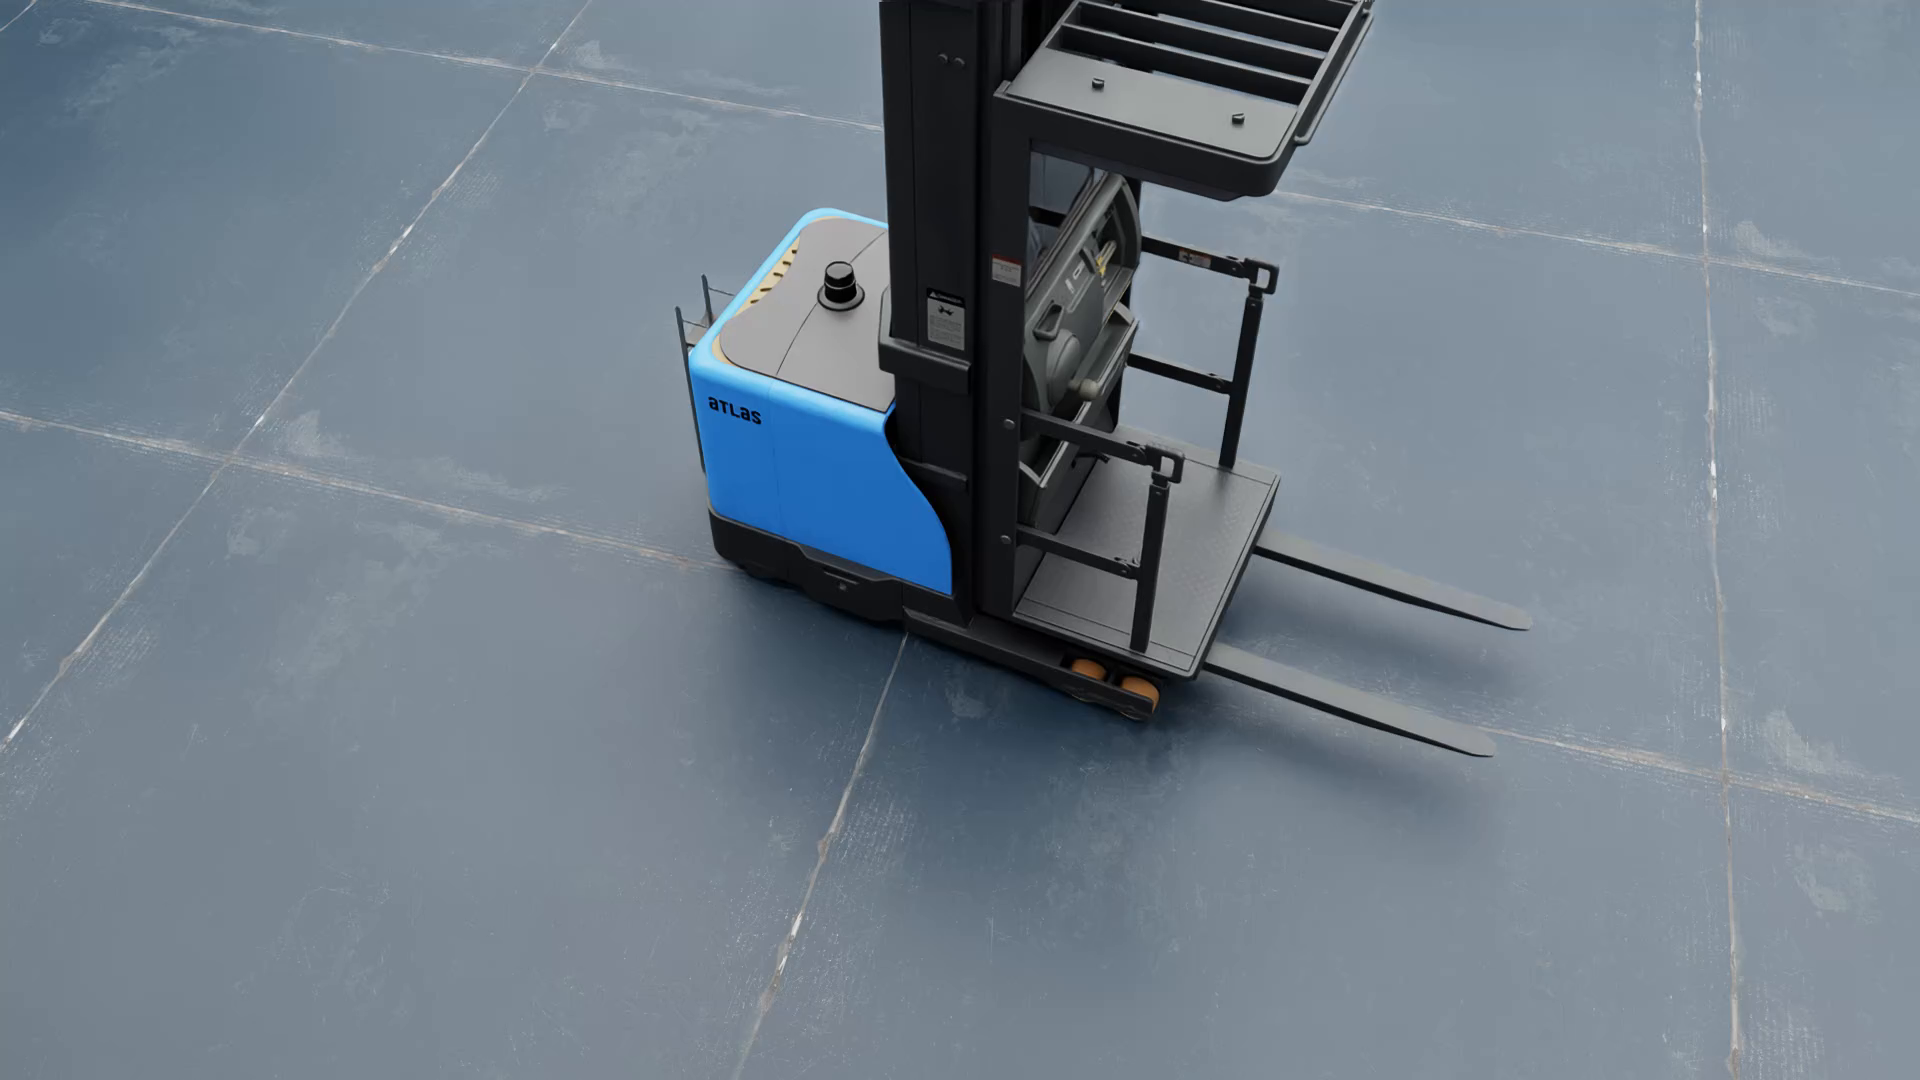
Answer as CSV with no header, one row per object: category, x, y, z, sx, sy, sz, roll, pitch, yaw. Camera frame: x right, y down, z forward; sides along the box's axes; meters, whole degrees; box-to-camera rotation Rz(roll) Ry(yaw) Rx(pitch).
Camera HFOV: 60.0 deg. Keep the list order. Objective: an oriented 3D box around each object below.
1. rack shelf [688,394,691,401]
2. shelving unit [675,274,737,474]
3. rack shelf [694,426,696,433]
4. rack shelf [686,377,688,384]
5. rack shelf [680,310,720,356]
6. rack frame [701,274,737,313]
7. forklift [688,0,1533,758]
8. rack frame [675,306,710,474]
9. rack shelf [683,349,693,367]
rack shelf,-0.919,-0.593,6.636,0.258,0.077,0.200,18,51,15
shelving unit,-0.919,-0.615,6.611,0.258,0.900,0.210,18,51,15
rack shelf,-0.919,-0.474,6.771,0.258,0.077,0.200,18,51,15
rack shelf,-0.919,-0.652,6.569,0.258,0.077,0.200,18,51,15
rack shelf,-0.919,-0.771,6.434,0.258,0.077,0.200,18,51,15
rack frame,-0.879,-0.685,6.673,0.240,0.900,0.006,18,51,15
forklift,0.590,-0.771,5.394,3.031,2.935,1.130,19,51,16
rack frame,-0.959,-0.545,6.549,0.240,0.900,0.006,18,51,15
rack shelf,-0.919,-0.712,6.501,0.258,0.077,0.200,18,51,15
